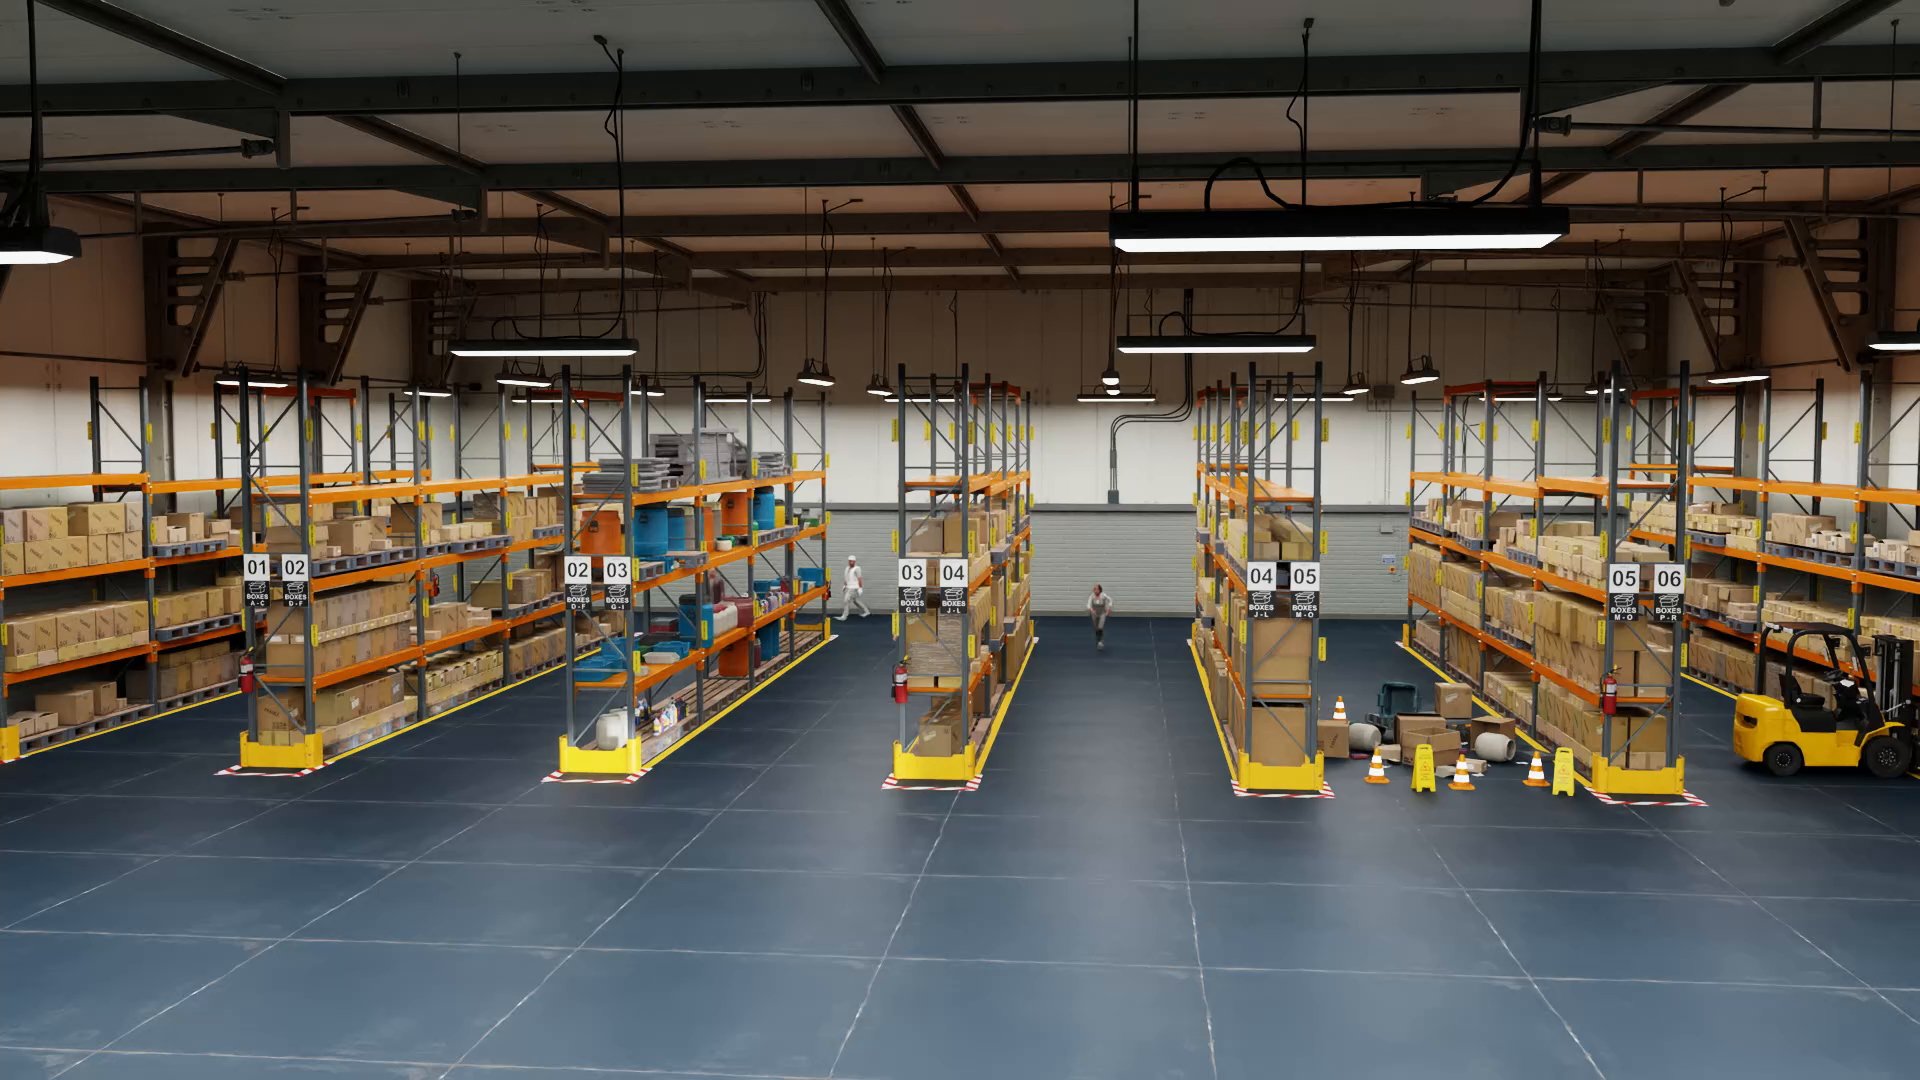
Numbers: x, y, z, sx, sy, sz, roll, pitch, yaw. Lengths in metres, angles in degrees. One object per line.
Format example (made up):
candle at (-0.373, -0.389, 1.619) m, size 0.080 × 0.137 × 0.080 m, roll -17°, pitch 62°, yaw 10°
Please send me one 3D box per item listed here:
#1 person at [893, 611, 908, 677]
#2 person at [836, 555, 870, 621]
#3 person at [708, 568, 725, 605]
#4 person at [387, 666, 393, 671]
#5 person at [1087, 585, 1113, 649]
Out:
person at (-1.136, 1.980, 34.190) m, size 0.469 × 1.603 × 1.060 m, roll 1°, pitch 4°, yaw 8°
person at (-2.865, 1.280, 44.429) m, size 1.069 × 1.745 × 0.524 m, roll -2°, pitch 4°, yaw -27°
person at (-6.044, 1.547, 40.376) m, size 0.685 × 1.667 × 1.072 m, roll 1°, pitch 4°, yaw 8°
person at (-11.357, 2.083, 32.611) m, size 0.474 × 1.605 × 0.970 m, roll -1°, pitch 4°, yaw -9°
person at (3.226, 1.766, 38.356) m, size 0.564 × 1.515 × 0.795 m, roll 1°, pitch 4°, yaw 16°
